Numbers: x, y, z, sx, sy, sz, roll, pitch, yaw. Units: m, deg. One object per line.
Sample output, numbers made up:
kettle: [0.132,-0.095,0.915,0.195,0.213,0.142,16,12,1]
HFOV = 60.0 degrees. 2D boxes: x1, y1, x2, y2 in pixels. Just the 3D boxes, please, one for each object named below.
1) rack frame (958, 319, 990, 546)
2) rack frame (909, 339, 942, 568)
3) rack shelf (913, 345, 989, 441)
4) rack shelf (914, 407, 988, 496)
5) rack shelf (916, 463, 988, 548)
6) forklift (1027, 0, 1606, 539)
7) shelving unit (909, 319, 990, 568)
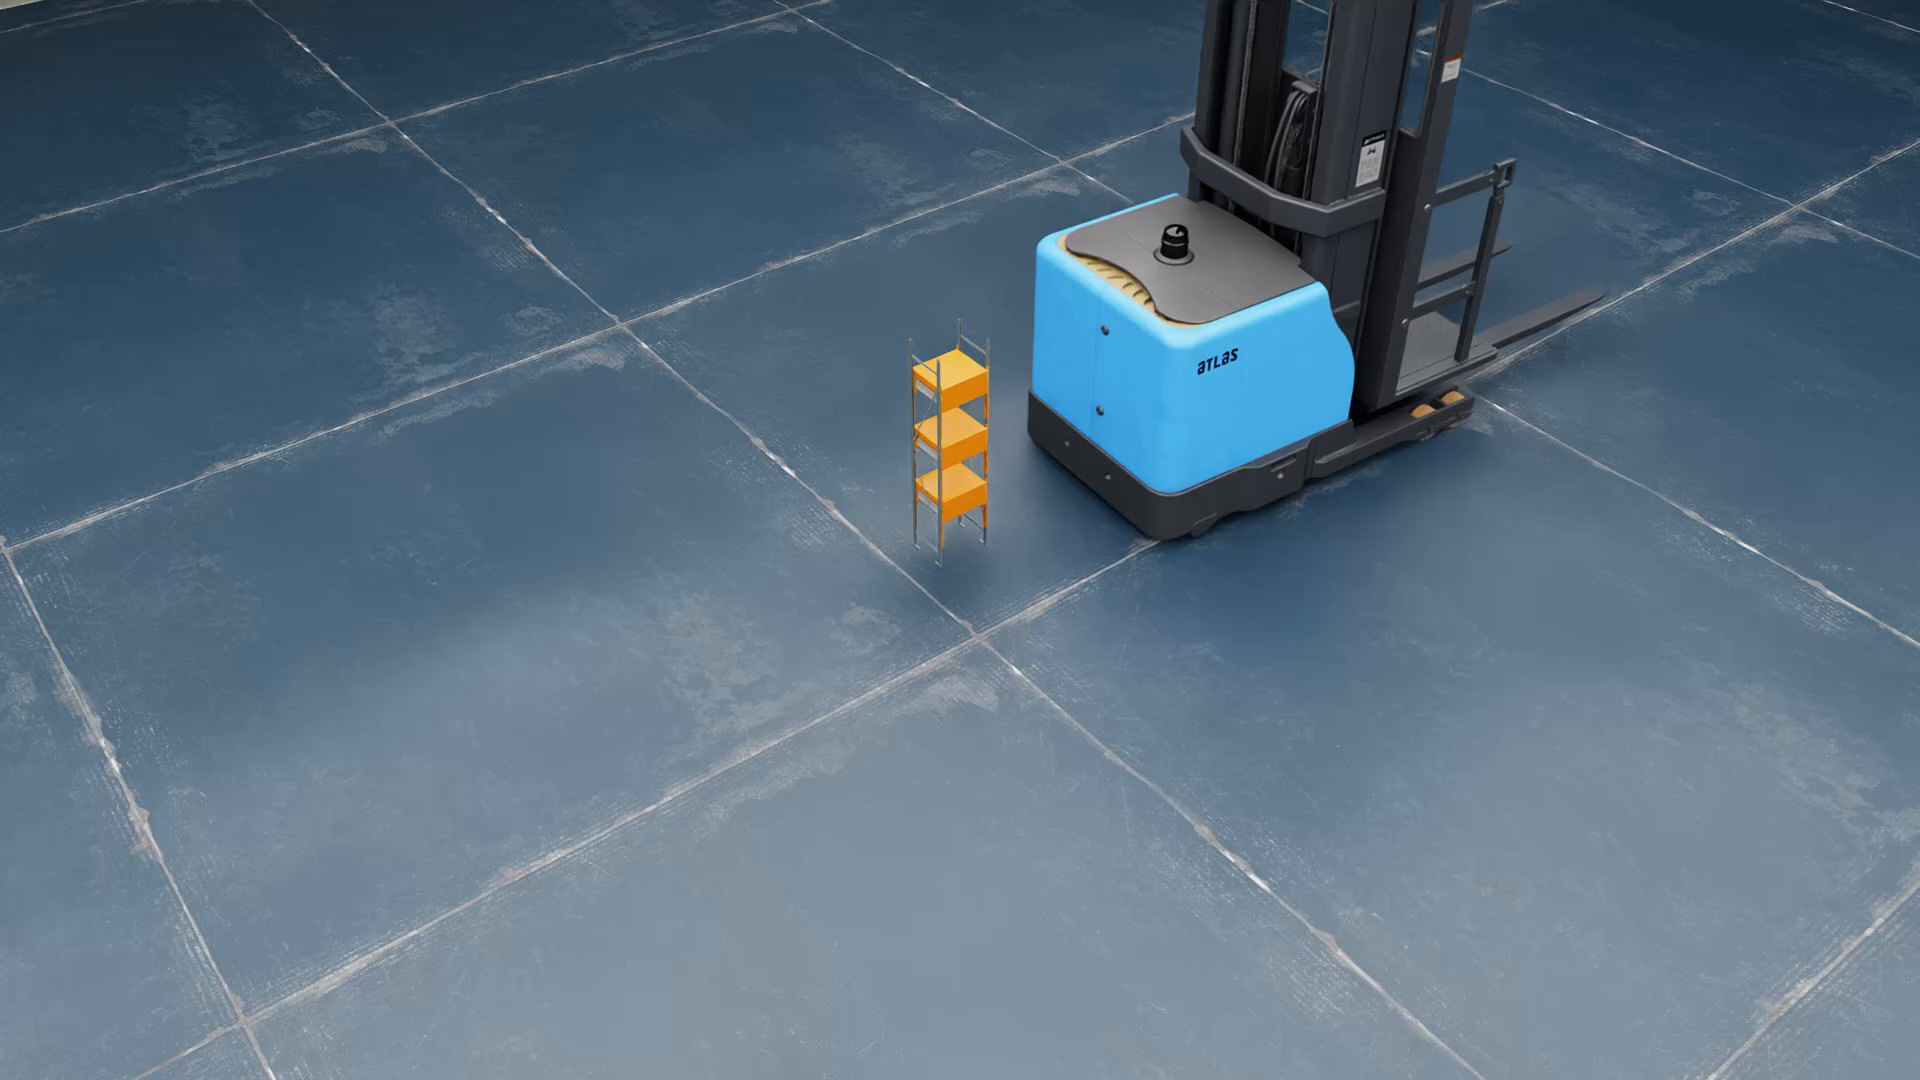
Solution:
rack frame: [0.054,-0.432,6.949,0.008,1.050,0.200,-26,46,-28]
rack frame: [-0.139,-0.338,6.834,0.008,1.050,0.200,-26,46,-28]
rack shelf: [-0.042,-0.596,6.719,0.240,0.259,0.215,-26,46,-28]
rack shelf: [-0.042,-0.377,6.899,0.240,0.259,0.215,-26,46,-28]
rack shelf: [-0.042,-0.162,7.075,0.240,0.259,0.215,-26,46,-28]
forklift: [1.826,-1.860,7.206,3.031,2.935,1.130,-23,45,-25]
shelving unit: [-0.042,-0.385,6.892,0.252,1.050,0.215,-26,46,-28]
